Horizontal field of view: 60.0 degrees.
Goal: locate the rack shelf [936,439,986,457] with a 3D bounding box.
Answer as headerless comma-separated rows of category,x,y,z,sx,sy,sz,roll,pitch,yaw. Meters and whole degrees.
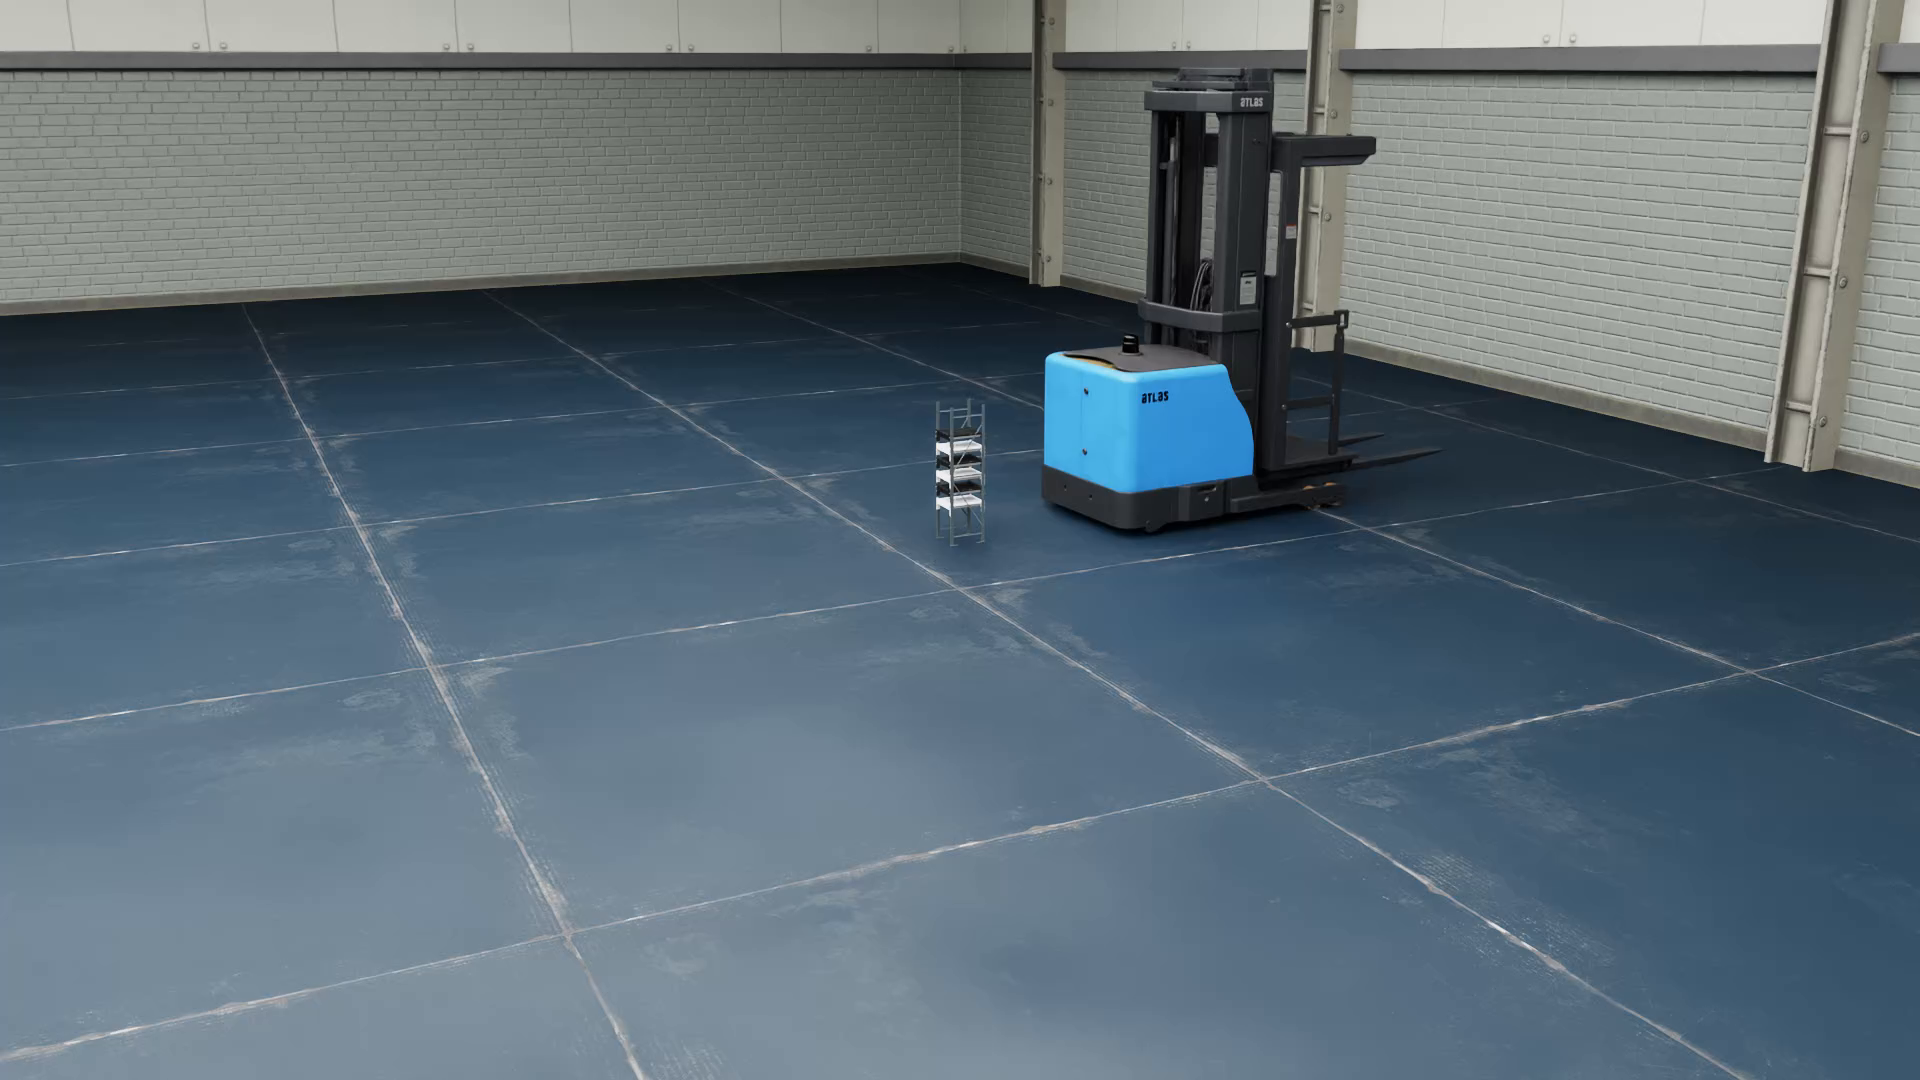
rack shelf,0.004,-0.572,10.579,0.258,0.077,0.200,-8,18,-25

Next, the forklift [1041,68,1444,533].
forklift,2.099,-1.733,11.477,3.031,2.935,1.130,-9,18,-29

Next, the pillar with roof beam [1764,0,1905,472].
pillar with roof beam,2.577,-4.385,9.717,9.100,9.000,0.400,-8,18,-25

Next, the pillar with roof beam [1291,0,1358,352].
pillar with roof beam,-0.052,-5.873,14.902,9.100,9.000,0.400,-8,18,-25

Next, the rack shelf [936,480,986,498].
rack shelf,0.004,-0.312,10.654,0.258,0.077,0.200,-8,18,-25

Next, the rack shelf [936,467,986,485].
rack shelf,0.004,-0.398,10.629,0.258,0.077,0.200,-8,18,-25

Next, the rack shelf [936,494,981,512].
rack shelf,0.004,-0.225,10.678,0.258,0.077,0.200,-8,18,-25

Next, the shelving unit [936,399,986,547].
shelving unit,0.004,-0.431,10.620,0.258,0.900,0.210,-8,18,-25

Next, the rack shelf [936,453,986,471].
rack shelf,0.004,-0.485,10.604,0.258,0.077,0.200,-8,18,-25

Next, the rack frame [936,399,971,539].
rack frame,-0.041,-0.456,10.707,0.240,0.900,0.006,-8,18,-25

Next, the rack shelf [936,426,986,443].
rack shelf,0.004,-0.658,10.554,0.258,0.077,0.200,-8,18,-25

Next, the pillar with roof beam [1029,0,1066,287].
pillar with roof beam,-2.680,-7.361,20.086,9.100,9.000,0.400,-8,18,-25

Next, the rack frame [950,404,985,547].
rack frame,0.048,-0.405,10.532,0.240,0.900,0.006,-8,18,-25
